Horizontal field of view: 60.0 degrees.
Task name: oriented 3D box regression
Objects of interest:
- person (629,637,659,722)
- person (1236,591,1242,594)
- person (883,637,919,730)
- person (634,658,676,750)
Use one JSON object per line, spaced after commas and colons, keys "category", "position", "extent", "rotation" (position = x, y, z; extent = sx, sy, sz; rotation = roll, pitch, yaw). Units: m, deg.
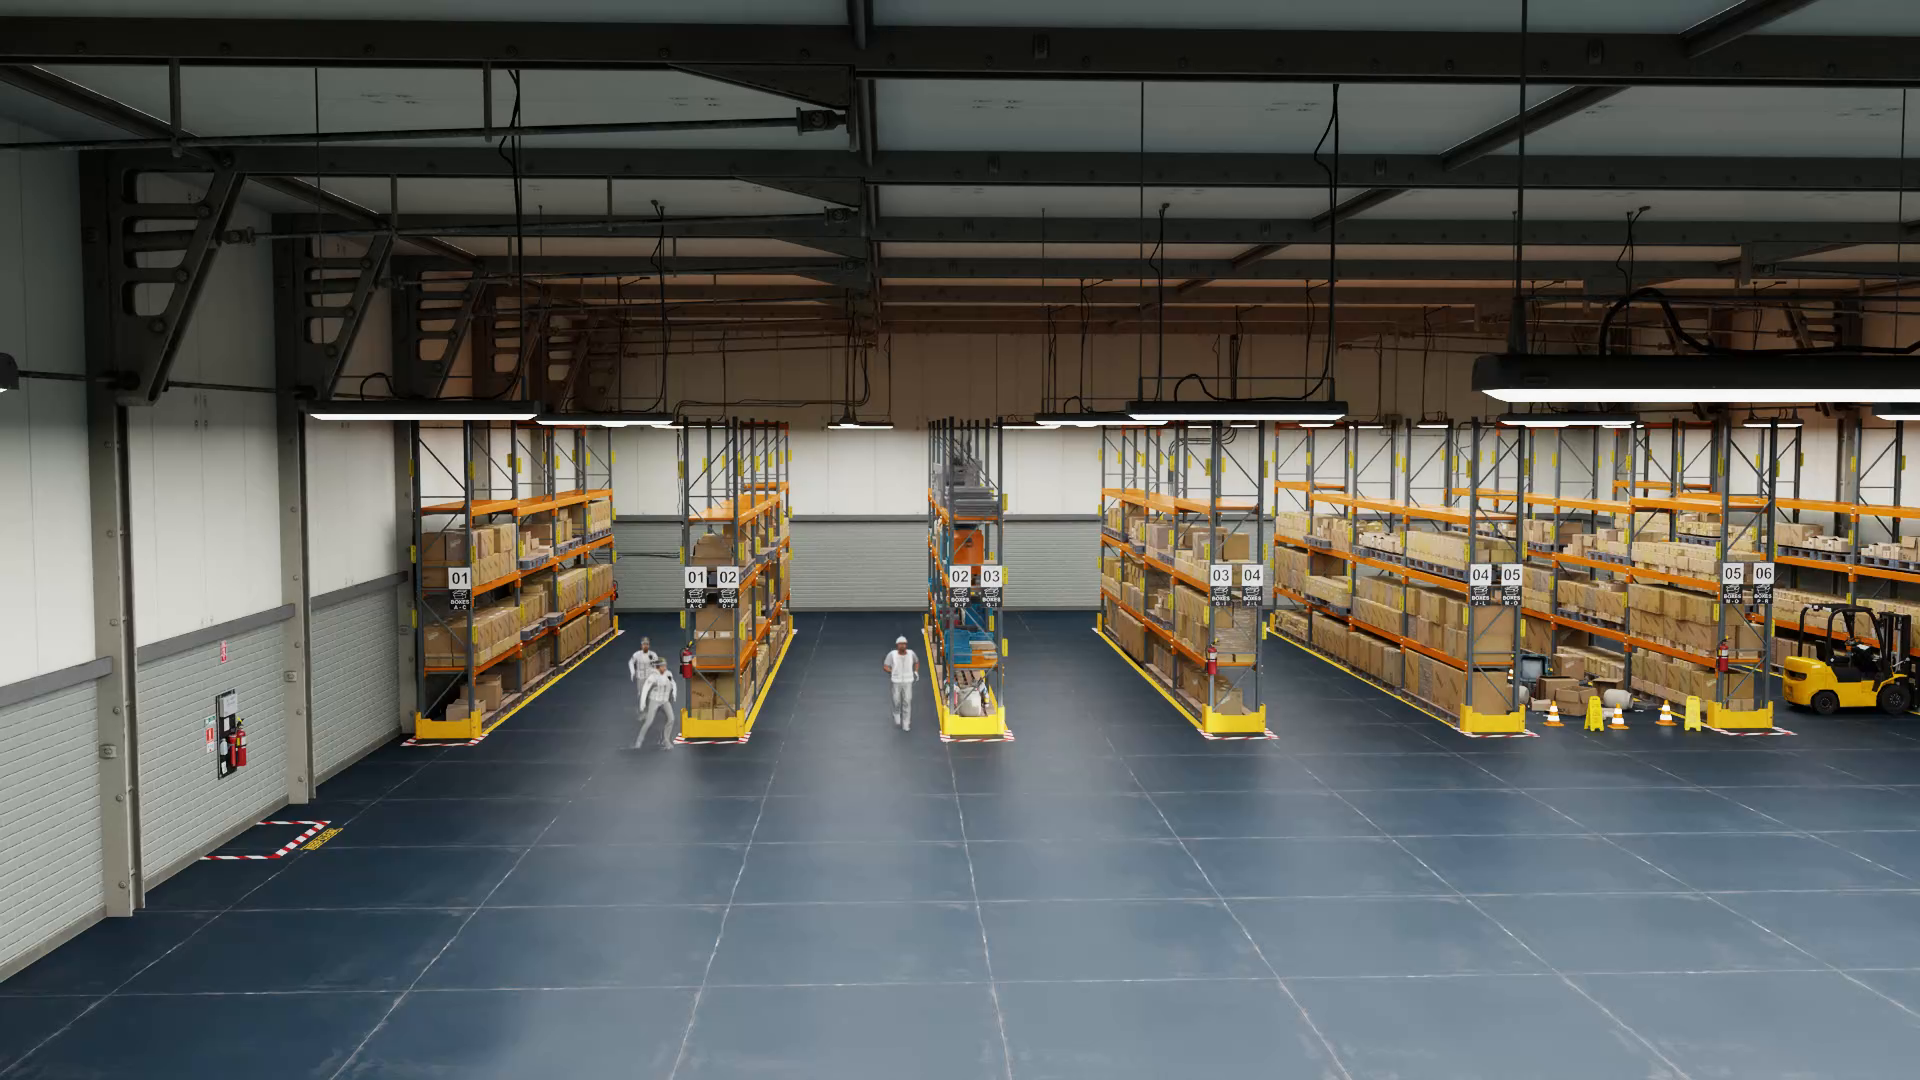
{"category": "person", "position": [-6.192, 2.743, 32.674], "extent": [0.587, 1.674, 0.647], "rotation": [-1, 4, -13]}
{"category": "person", "position": [7.815, 1.861, 46.973], "extent": [0.545, 1.571, 0.629], "rotation": [0, 4, -2]}
{"category": "person", "position": [-1.121, 2.736, 31.993], "extent": [0.704, 1.772, 0.854], "rotation": [0, 4, -7]}
{"category": "person", "position": [-5.421, 2.945, 30.024], "extent": [0.867, 1.629, 0.641], "rotation": [-4, 5, -44]}
